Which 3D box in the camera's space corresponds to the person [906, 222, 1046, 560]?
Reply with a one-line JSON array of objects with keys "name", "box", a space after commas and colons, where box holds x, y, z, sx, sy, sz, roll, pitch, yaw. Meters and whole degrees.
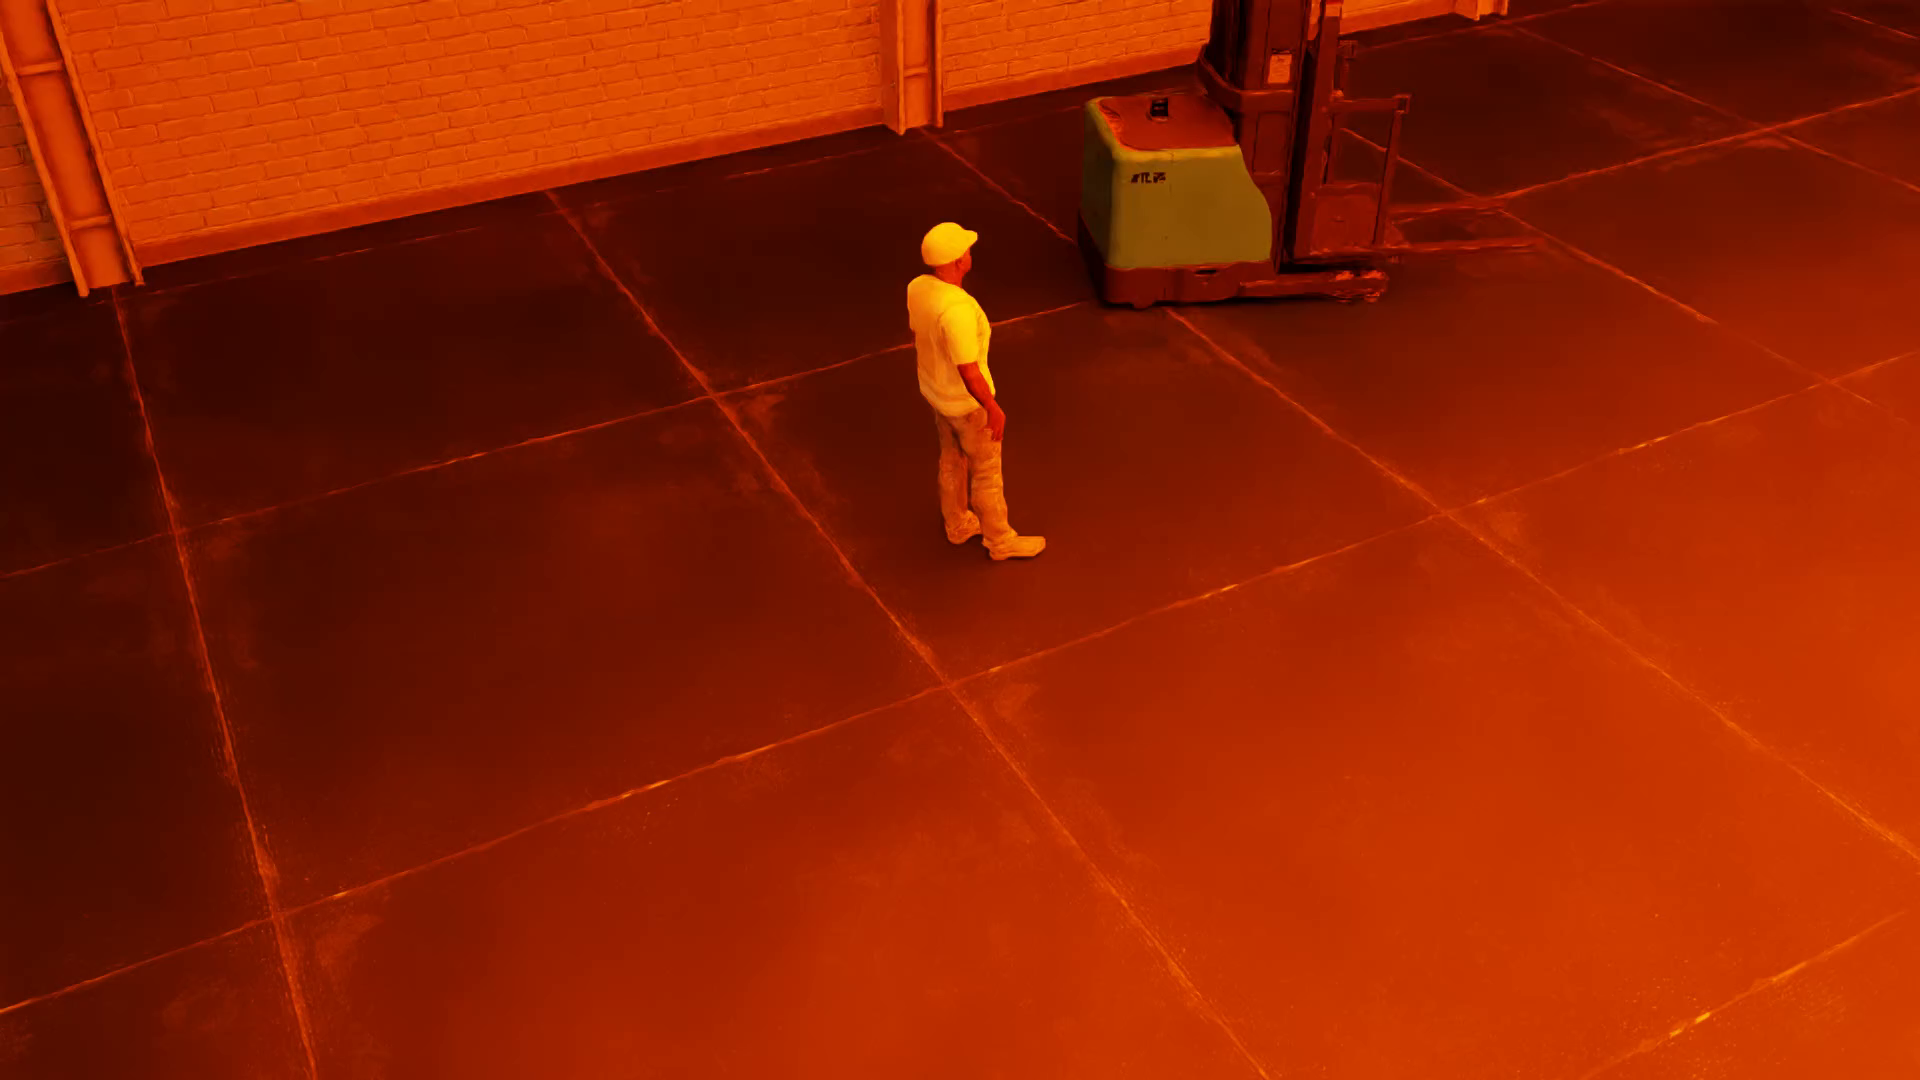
[{"name": "person", "box": [0.064, -0.743, 8.171, 0.576, 1.766, 0.665, -17, 39, -23]}]

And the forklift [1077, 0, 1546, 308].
[{"name": "forklift", "box": [2.364, -3.073, 10.470, 3.031, 2.935, 1.130, -5, 36, -7]}]
